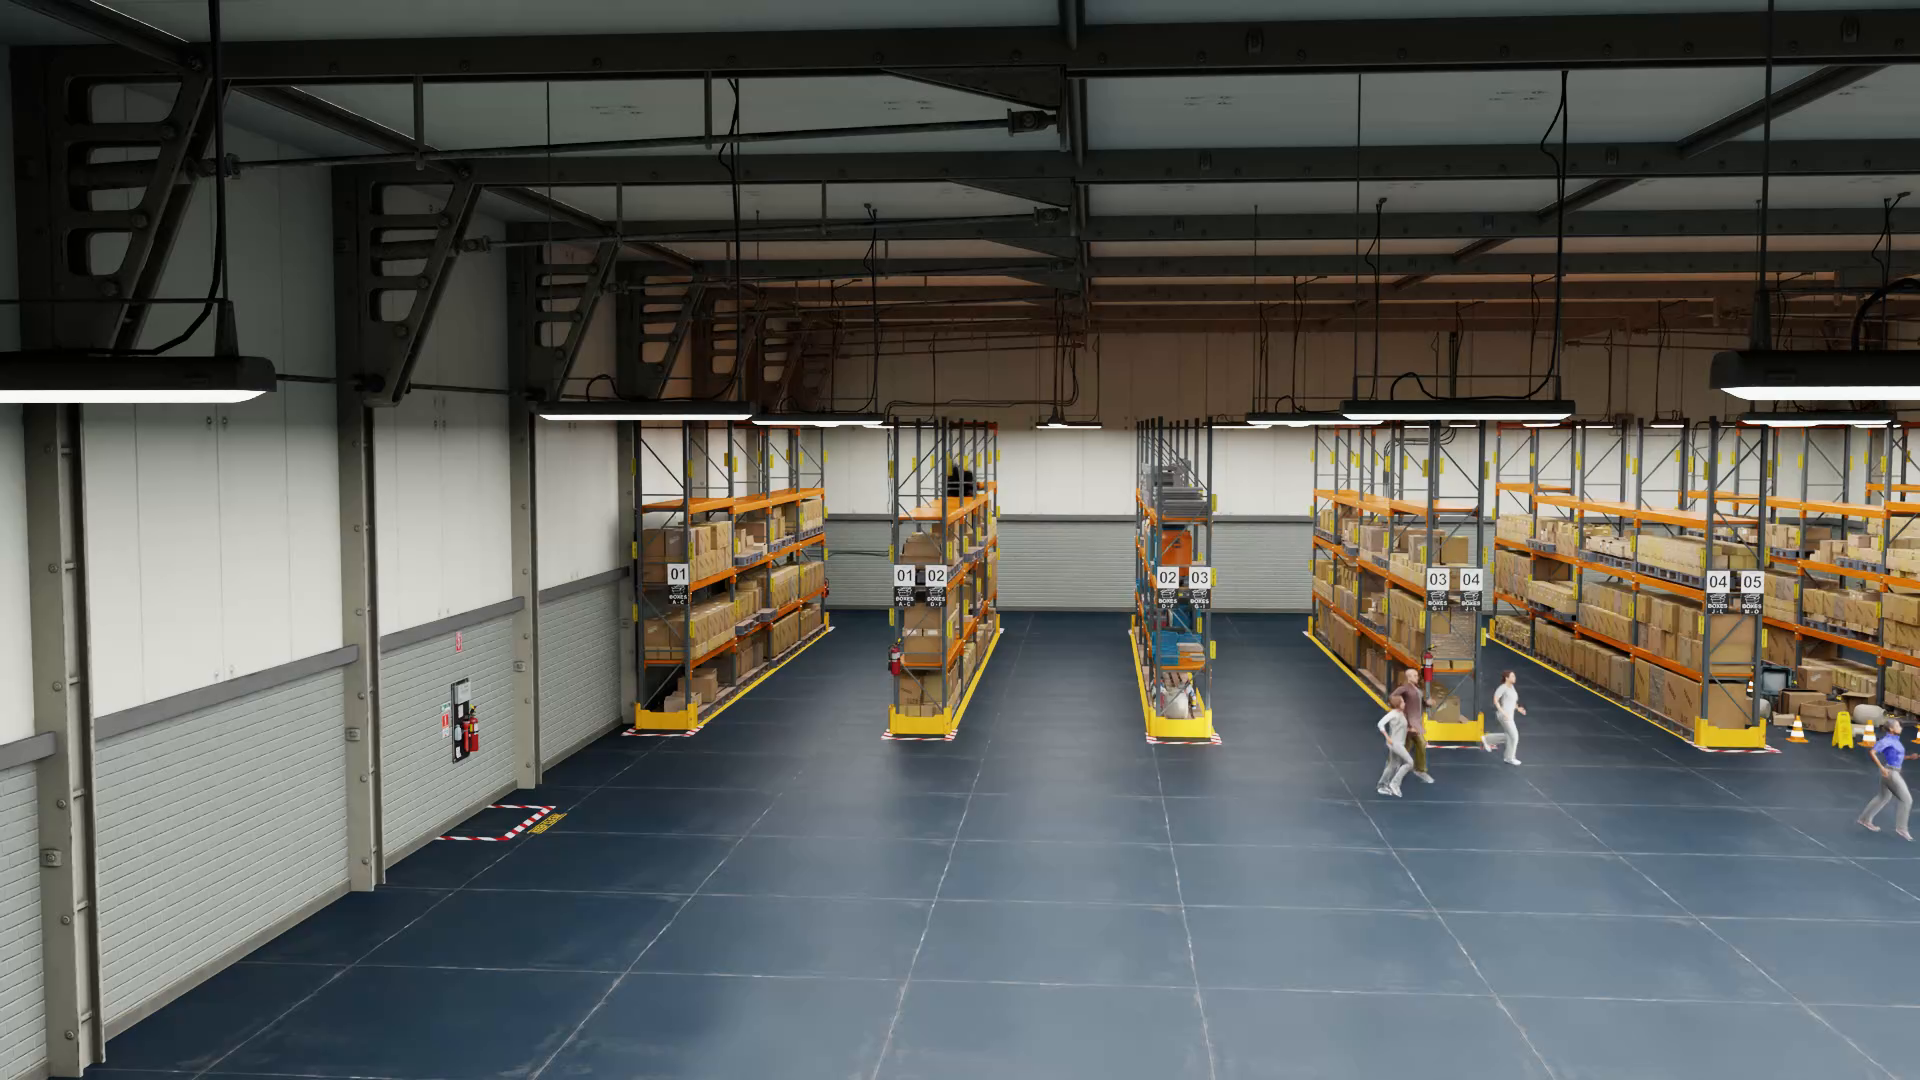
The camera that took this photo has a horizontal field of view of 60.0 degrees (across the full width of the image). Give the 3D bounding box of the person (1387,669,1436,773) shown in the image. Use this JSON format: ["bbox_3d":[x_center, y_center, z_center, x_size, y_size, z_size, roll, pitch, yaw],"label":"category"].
[{"bbox_3d":[7.424,2.952,27.381,0.841,1.668,0.680,3,5,34],"label":"person"}]

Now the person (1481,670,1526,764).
[{"bbox_3d":[9.362,3.037,28.786,0.734,1.630,0.548,3,5,40],"label":"person"}]

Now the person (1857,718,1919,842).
[{"bbox_3d":[13.107,3.366,23.433,0.755,1.719,0.546,2,4,30],"label":"person"}]

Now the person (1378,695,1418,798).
[{"bbox_3d":[6.853,3.228,25.996,0.606,1.574,0.520,2,4,23],"label":"person"}]
